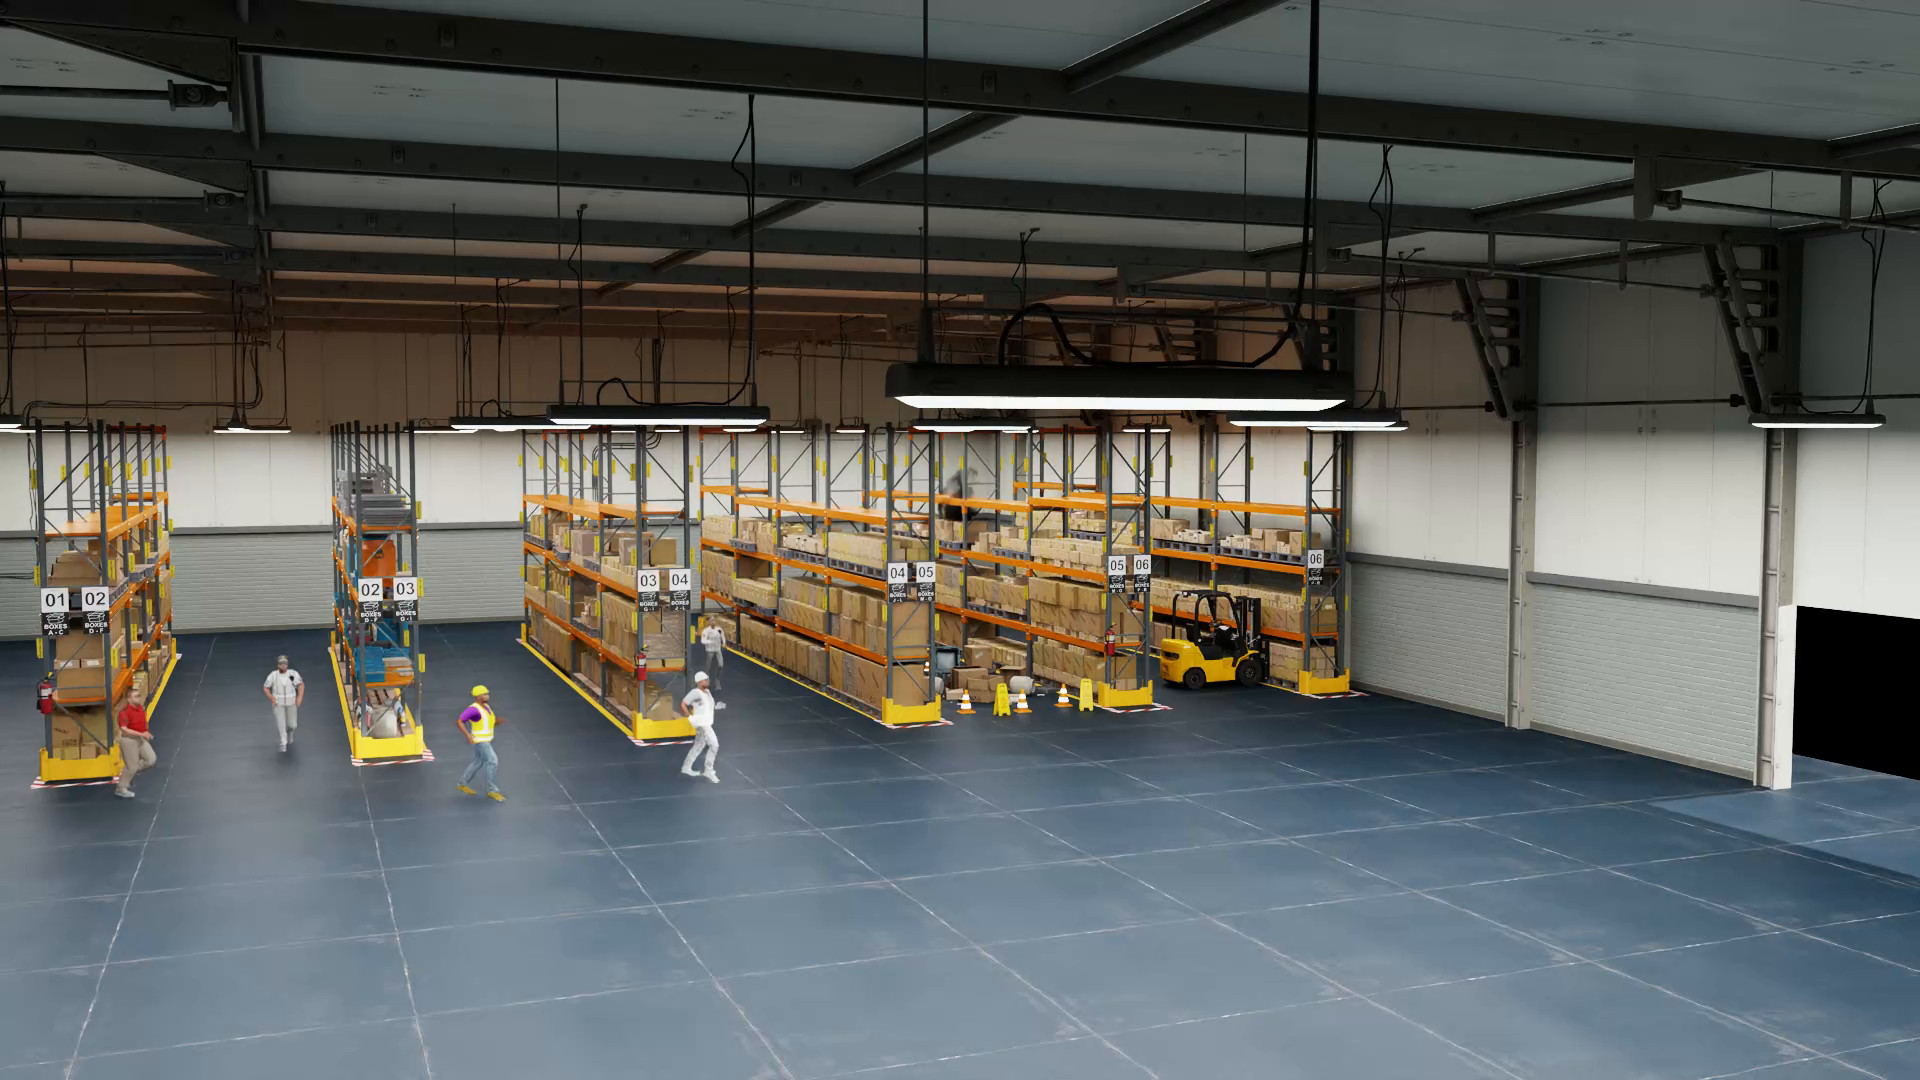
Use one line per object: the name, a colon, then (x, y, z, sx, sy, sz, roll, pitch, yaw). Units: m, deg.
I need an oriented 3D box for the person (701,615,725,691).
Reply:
person: (-5.567, 2.536, 37.535, 0.622, 1.729, 0.866, -2, 4, -26)

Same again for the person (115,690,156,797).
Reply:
person: (-13.111, 3.229, 26.499, 0.677, 1.687, 0.701, 0, 4, 6)

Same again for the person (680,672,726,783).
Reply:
person: (-4.271, 3.106, 27.594, 0.781, 1.847, 0.660, 0, 4, 4)

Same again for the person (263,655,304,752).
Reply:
person: (-12.338, 2.960, 30.366, 0.695, 1.740, 0.591, -2, 4, -29)

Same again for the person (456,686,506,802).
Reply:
person: (-7.529, 3.195, 26.147, 0.820, 1.821, 0.677, 0, 4, 0)
